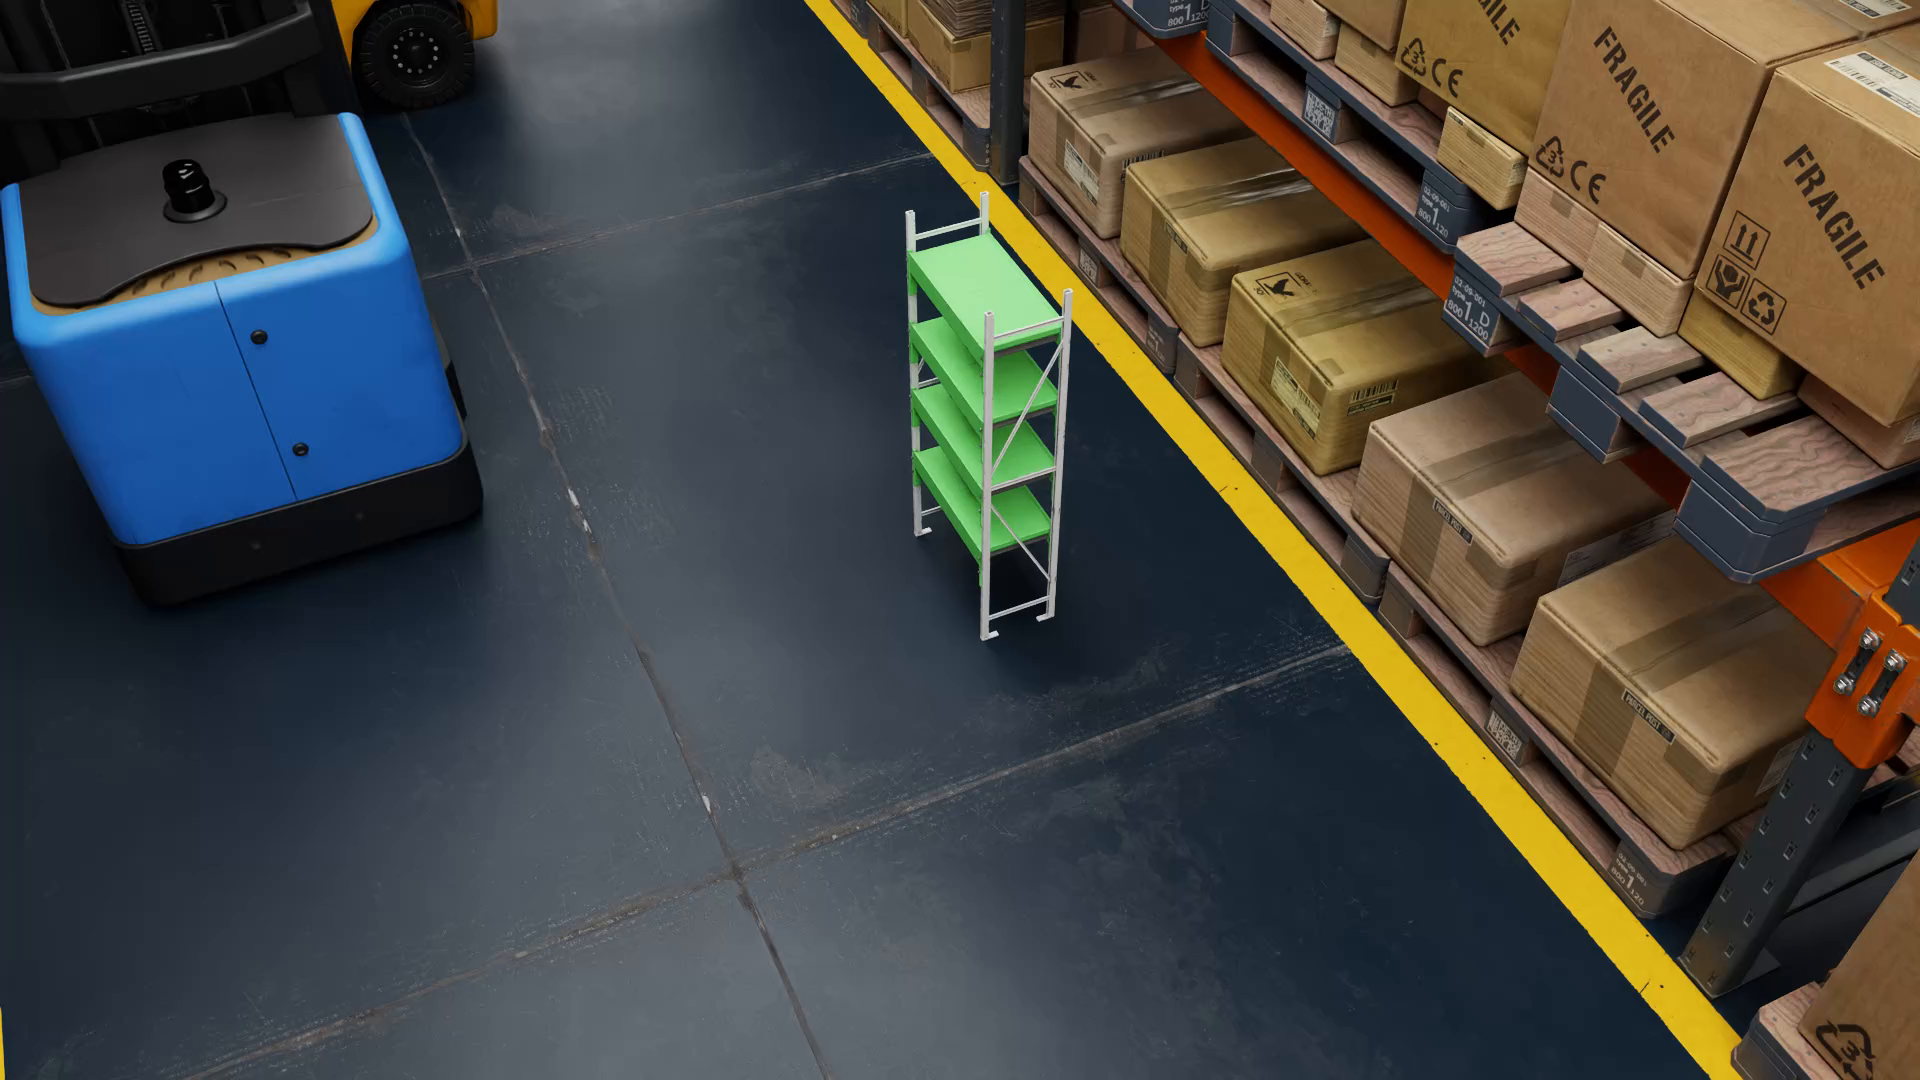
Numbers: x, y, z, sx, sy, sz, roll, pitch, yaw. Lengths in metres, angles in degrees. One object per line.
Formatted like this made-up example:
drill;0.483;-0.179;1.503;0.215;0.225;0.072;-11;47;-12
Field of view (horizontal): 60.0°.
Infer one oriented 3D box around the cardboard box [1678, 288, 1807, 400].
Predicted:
cardboard box;1.747;-0.466;3.467;0.380;0.149;0.250;-17;47;-17

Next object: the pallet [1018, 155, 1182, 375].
pallet;0.924;-1.178;6.294;1.003;0.211;1.213;-18;47;-17

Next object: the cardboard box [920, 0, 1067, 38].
cardboard box;0.103;-2.402;6.673;0.500;0.500;0.500;-19;48;-18

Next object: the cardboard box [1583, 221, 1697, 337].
cardboard box;1.601;-0.614;3.616;0.380;0.149;0.250;-18;48;-18

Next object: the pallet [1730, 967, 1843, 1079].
pallet;2.540;1.400;3.681;1.003;0.211;1.213;-18;47;-17

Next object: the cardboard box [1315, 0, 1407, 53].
cardboard box;1.165;-1.612;4.166;0.500;0.500;0.500;-20;48;-19

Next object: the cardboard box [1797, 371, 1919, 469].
cardboard box;1.926;-0.317;3.315;0.380;0.149;0.250;-16;47;-16

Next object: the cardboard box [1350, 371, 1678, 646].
cardboard box;1.731;-0.162;4.851;0.950;0.372;0.625;-19;48;-18

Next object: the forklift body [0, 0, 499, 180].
forklift body;-3.136;-2.775;6.531;2.313;2.155;1.214;-18;47;-17

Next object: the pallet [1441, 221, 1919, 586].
pallet;1.881;-0.472;3.729;1.213;0.211;1.003;-18;47;-17

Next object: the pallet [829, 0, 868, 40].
pallet;-0.236;-2.870;8.008;1.003;0.211;1.213;-18;47;-17

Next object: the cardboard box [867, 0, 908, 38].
cardboard box;-0.130;-2.471;7.277;0.500;0.250;0.500;-19;48;-18

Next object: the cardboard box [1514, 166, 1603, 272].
cardboard box;1.502;-0.776;3.781;0.380;0.149;0.250;-20;48;-19

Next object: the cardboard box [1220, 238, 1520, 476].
cardboard box;1.417;-0.647;5.342;0.950;0.372;0.625;-17;47;-16

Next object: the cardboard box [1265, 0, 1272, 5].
cardboard box;0.999;-1.627;4.643;0.380;0.149;0.250;-18;47;-17

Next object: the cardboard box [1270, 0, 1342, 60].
cardboard box;1.064;-1.442;4.456;0.380;0.149;0.250;-16;47;-16

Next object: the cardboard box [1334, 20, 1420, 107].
cardboard box;1.202;-1.281;4.292;0.380;0.149;0.250;-19;48;-19

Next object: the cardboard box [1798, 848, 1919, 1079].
cardboard box;2.492;0.954;3.361;0.875;0.875;0.875;-18;48;-18

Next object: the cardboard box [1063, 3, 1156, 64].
cardboard box;0.592;-2.293;7.097;0.500;0.250;0.500;-20;48;-19

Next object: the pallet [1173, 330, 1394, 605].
pallet;1.441;-0.399;5.505;1.003;0.211;1.213;-18;47;-17

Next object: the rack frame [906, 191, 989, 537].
rack frame;-0.033;-0.477;4.879;0.240;1.200;0.015;-18;47;-17

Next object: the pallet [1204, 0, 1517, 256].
pallet;1.408;-1.298;4.567;1.003;0.211;1.213;-18;47;-17

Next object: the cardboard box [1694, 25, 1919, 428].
cardboard box;1.834;-0.616;3.157;0.500;0.500;0.500;-19;48;-19

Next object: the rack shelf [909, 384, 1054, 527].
rack shelf;0.070;-0.276;4.767;0.258;0.148;0.480;-18;47;-17

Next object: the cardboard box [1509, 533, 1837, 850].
cardboard box;2.049;0.306;4.377;0.950;0.372;0.625;-21;48;-20

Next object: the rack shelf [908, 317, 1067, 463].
rack shelf;0.070;-0.447;4.598;0.258;0.148;0.480;-18;47;-17

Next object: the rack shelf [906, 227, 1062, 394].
rack shelf;0.070;-0.618;4.429;0.258;0.148;0.480;-18;47;-17

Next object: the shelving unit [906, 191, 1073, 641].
shelving unit;0.070;-0.322;4.722;0.258;1.200;0.503;-18;47;-17

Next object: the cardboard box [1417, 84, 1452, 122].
cardboard box;1.383;-1.145;4.155;0.380;0.149;0.250;-18;47;-17

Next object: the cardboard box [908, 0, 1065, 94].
cardboard box;0.103;-2.134;6.936;0.500;0.250;0.500;-16;47;-16

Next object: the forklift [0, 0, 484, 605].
forklift;-2.591;-1.893;5.081;1.130;2.935;3.031;-18;47;-17

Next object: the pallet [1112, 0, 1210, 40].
pallet;0.785;-2.068;5.347;1.003;0.211;1.213;-18;47;-17

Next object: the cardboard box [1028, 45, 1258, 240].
cardboard box;0.818;-1.547;6.254;0.950;0.372;0.625;-17;47;-17

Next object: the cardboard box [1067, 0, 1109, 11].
cardboard box;0.592;-2.560;6.833;0.500;0.500;0.500;-16;47;-16

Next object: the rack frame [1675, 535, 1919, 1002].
rack frame;2.277;-0.117;3.233;1.000;3.000;0.127;-18;47;-17

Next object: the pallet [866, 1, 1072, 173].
pallet;0.281;-2.091;7.219;1.003;0.211;1.213;-18;47;-17

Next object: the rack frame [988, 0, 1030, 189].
rack frame;0.595;-2.666;5.817;1.000;3.000;0.127;-18;47;-17

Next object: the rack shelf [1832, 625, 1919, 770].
rack shelf;3.118;1.413;2.194;1.077;0.370;4.000;-18;47;-17

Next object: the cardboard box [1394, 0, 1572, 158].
cardboard box;1.393;-1.263;3.813;0.500;0.500;0.500;-21;48;-20

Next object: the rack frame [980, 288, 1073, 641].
rack frame;0.172;-0.166;4.564;0.240;1.200;0.015;-18;47;-17

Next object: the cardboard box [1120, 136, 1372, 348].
cardboard box;1.123;-1.090;5.791;0.950;0.372;0.625;-15;47;-15

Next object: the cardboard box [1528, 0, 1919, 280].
cardboard box;1.606;-0.942;3.487;0.500;0.500;0.500;-19;48;-18

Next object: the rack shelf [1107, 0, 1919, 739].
rack shelf;1.436;-1.136;4.778;1.077;0.370;4.000;-18;47;-17

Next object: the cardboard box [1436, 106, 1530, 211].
cardboard box;1.374;-0.948;3.955;0.380;0.149;0.250;-17;47;-17

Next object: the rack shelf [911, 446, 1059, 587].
rack shelf;0.070;-0.105;4.935;0.258;0.148;0.480;-18;47;-17

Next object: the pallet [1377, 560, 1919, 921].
pallet;1.950;0.377;4.718;1.003;0.211;1.213;-18;47;-17
